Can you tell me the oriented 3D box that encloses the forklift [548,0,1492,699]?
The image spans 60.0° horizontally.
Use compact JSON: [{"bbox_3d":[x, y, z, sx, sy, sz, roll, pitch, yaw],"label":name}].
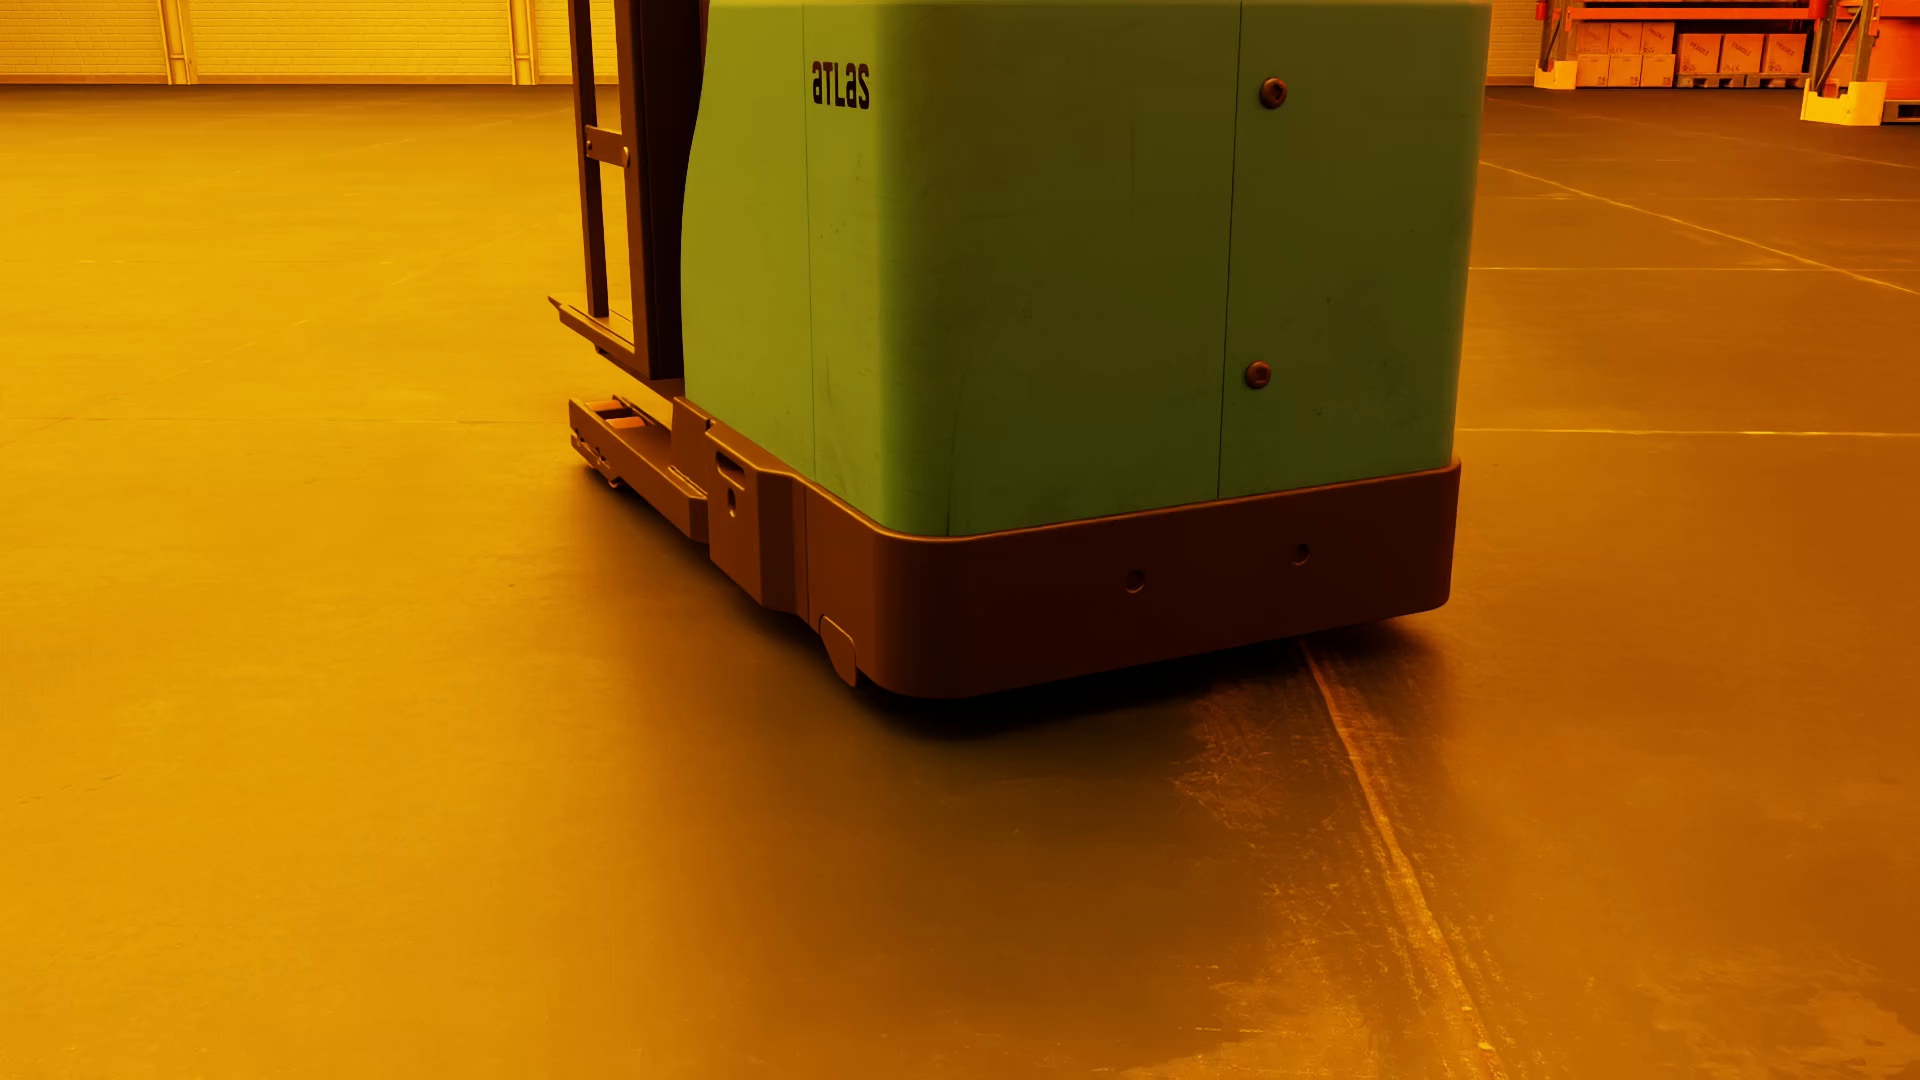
[{"bbox_3d":[-0.267,-1.563,3.461,1.130,2.935,3.031,-8,19,-25],"label":"forklift"}]
